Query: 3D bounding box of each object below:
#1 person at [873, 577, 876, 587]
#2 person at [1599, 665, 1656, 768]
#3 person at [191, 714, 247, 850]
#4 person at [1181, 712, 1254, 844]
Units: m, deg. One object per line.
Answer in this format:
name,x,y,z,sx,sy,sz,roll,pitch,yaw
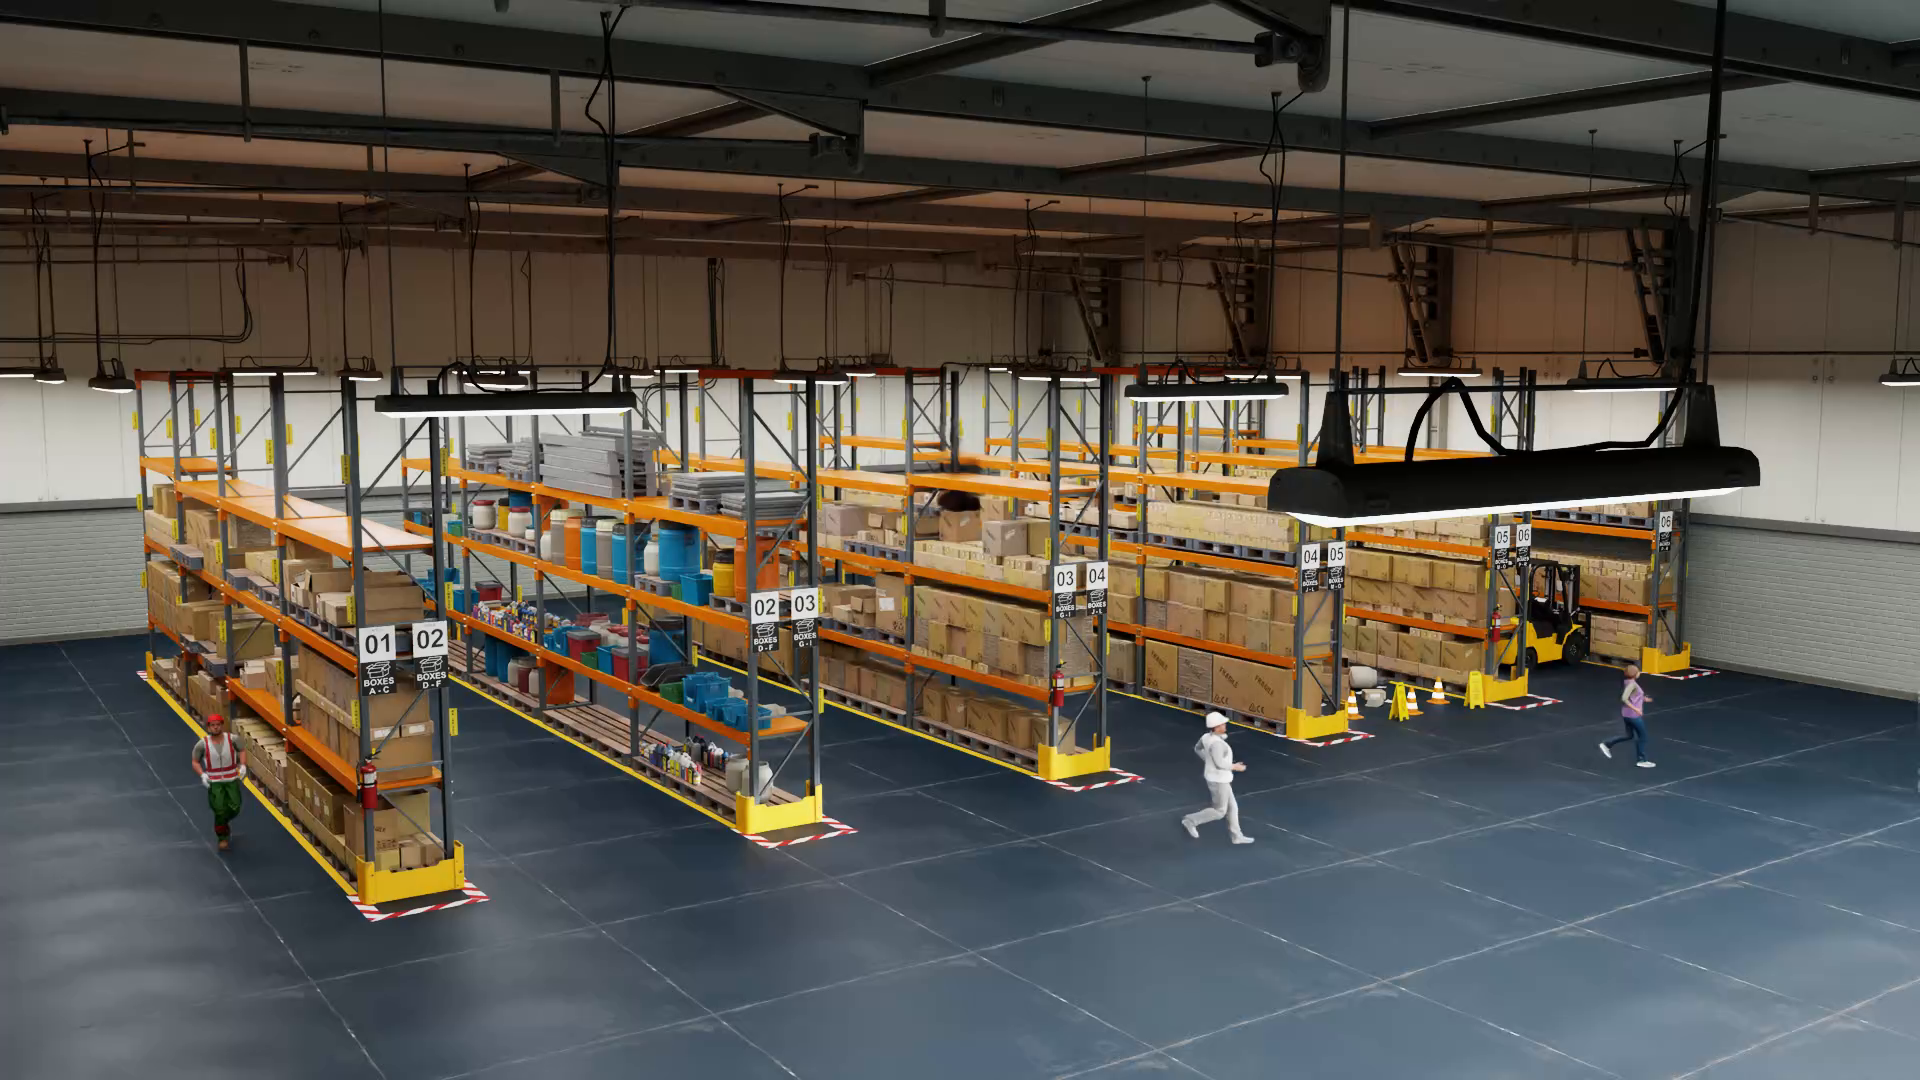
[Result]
person,-1.921,0.675,42.884,0.943,1.678,0.606,-4,8,-31
person,10.226,2.682,25.397,0.822,1.570,0.547,1,7,11
person,-9.431,3.077,21.229,0.661,1.745,0.548,-4,8,-31
person,3.313,3.059,21.319,0.971,1.741,0.676,0,6,-3
